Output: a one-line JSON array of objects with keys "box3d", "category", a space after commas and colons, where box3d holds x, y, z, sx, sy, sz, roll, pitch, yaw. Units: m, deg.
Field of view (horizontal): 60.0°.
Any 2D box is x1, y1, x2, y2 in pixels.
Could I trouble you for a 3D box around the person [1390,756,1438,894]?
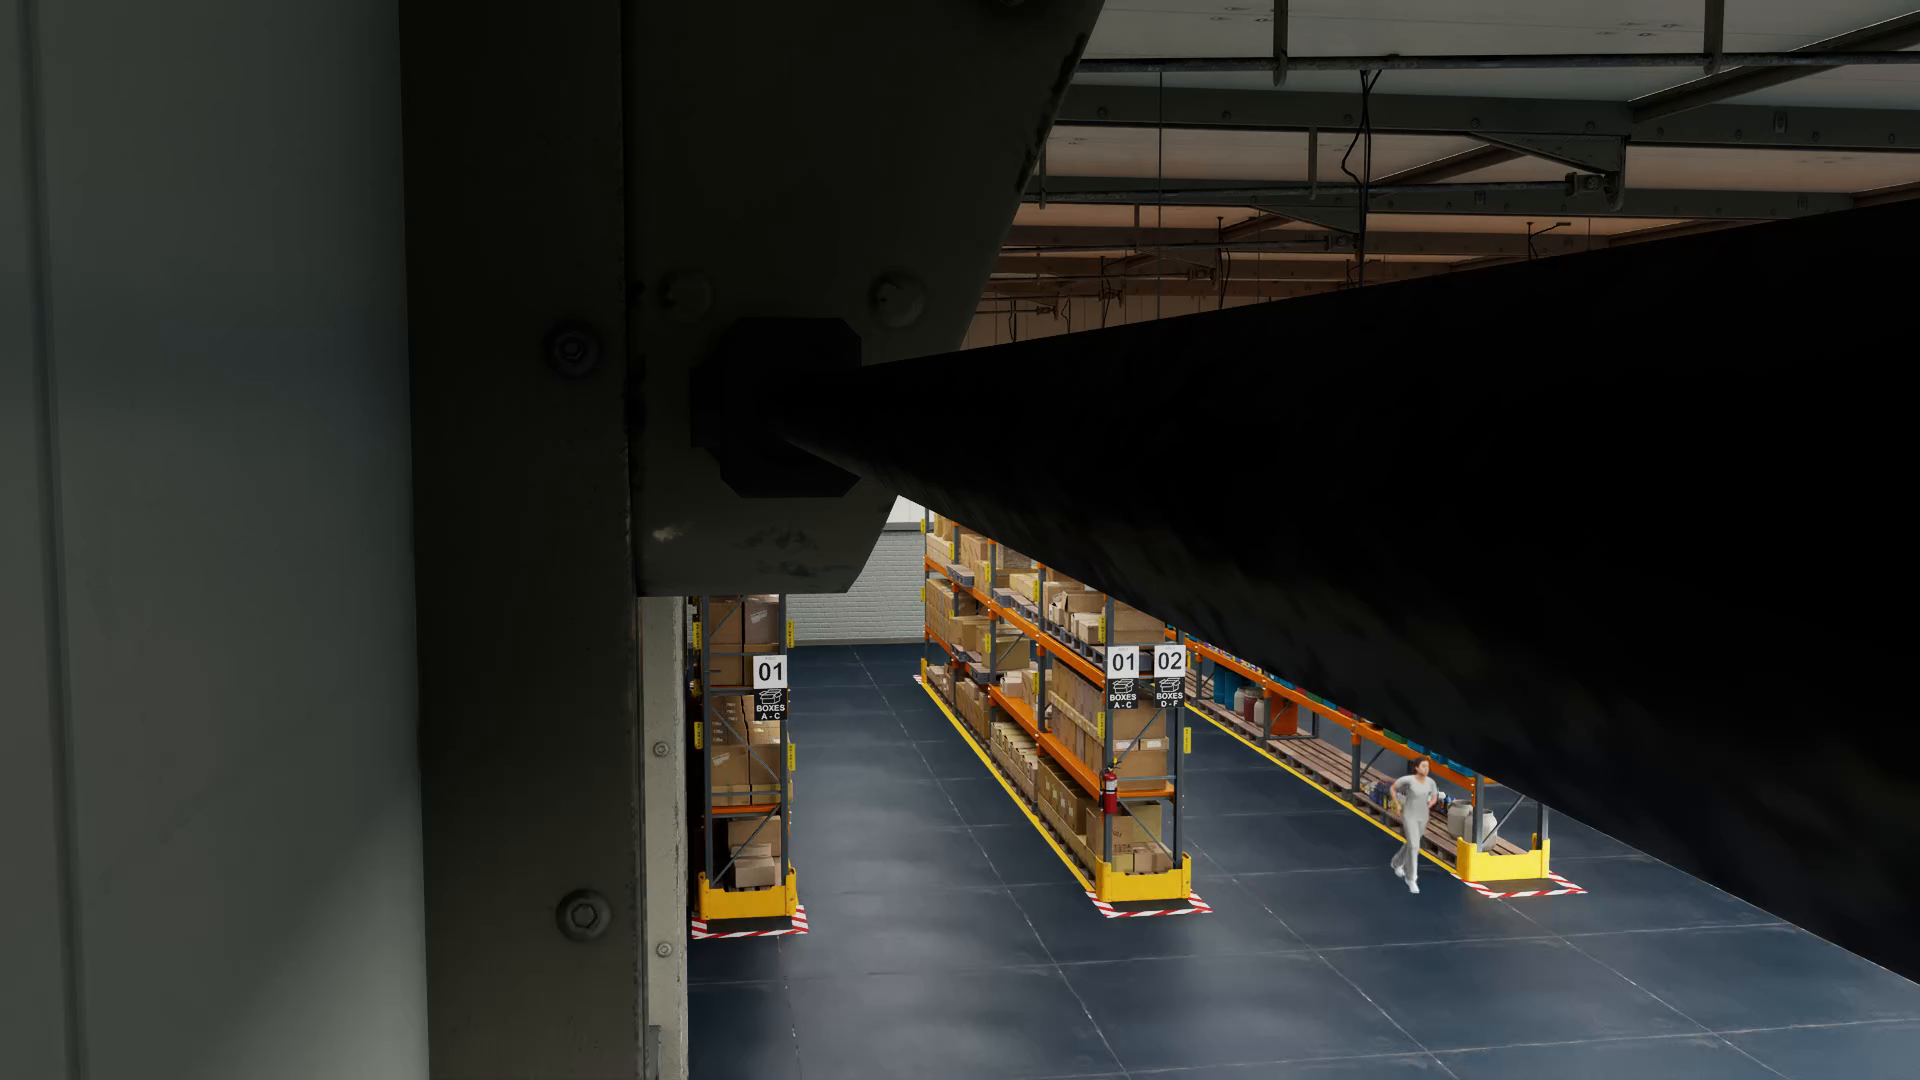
[{"box3d": [5.881, 3.624, 21.459, 0.569, 1.696, 0.846, -1, 5, -16], "category": "person"}]
